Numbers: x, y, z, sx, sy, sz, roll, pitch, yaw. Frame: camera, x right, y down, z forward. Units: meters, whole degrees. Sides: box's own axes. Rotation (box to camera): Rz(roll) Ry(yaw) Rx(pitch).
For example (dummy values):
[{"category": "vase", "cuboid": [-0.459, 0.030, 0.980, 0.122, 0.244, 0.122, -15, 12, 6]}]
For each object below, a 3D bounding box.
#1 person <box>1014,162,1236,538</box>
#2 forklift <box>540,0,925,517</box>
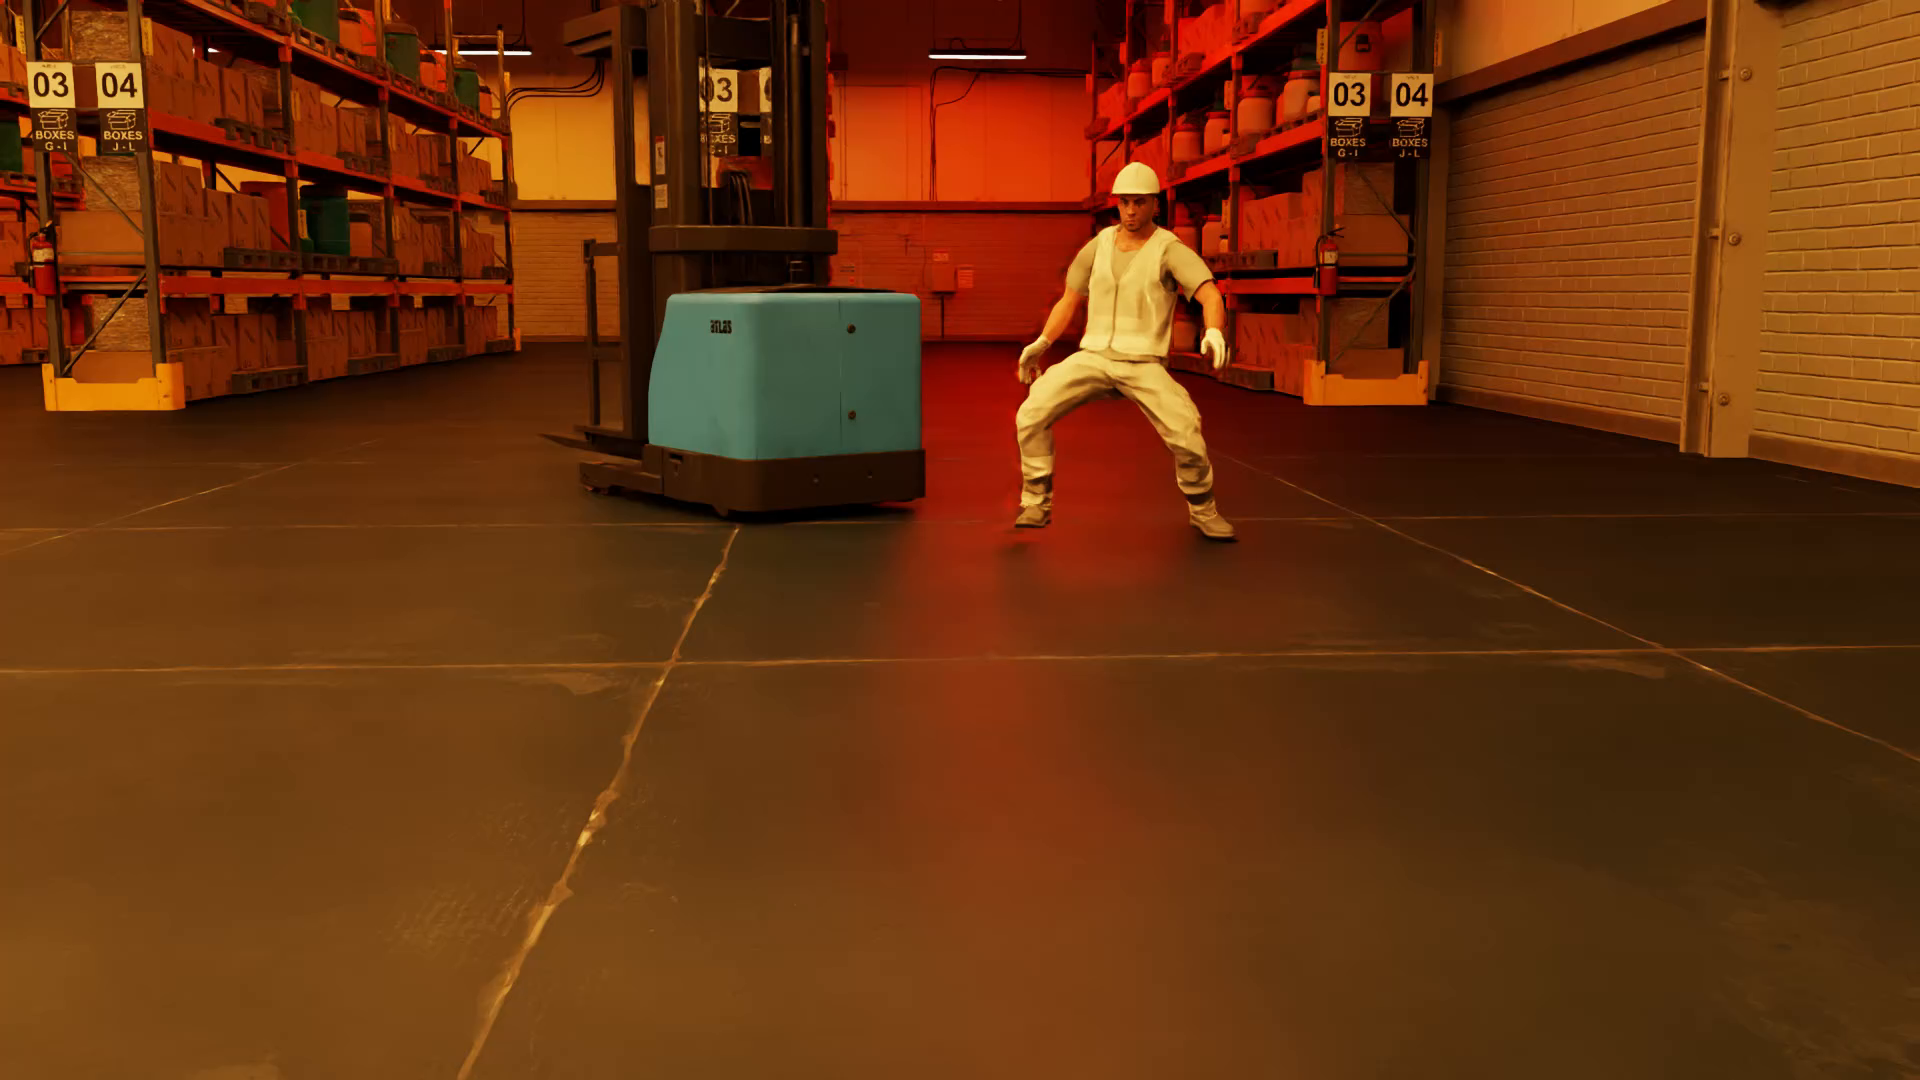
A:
[{"category": "person", "cuboid": [0.748, -0.805, 7.155, 0.996, 1.606, 0.727, 5, 10, 28]}, {"category": "forklift", "cuboid": [-1.431, -1.729, 8.975, 1.130, 2.935, 3.031, -6, 10, -35]}]
